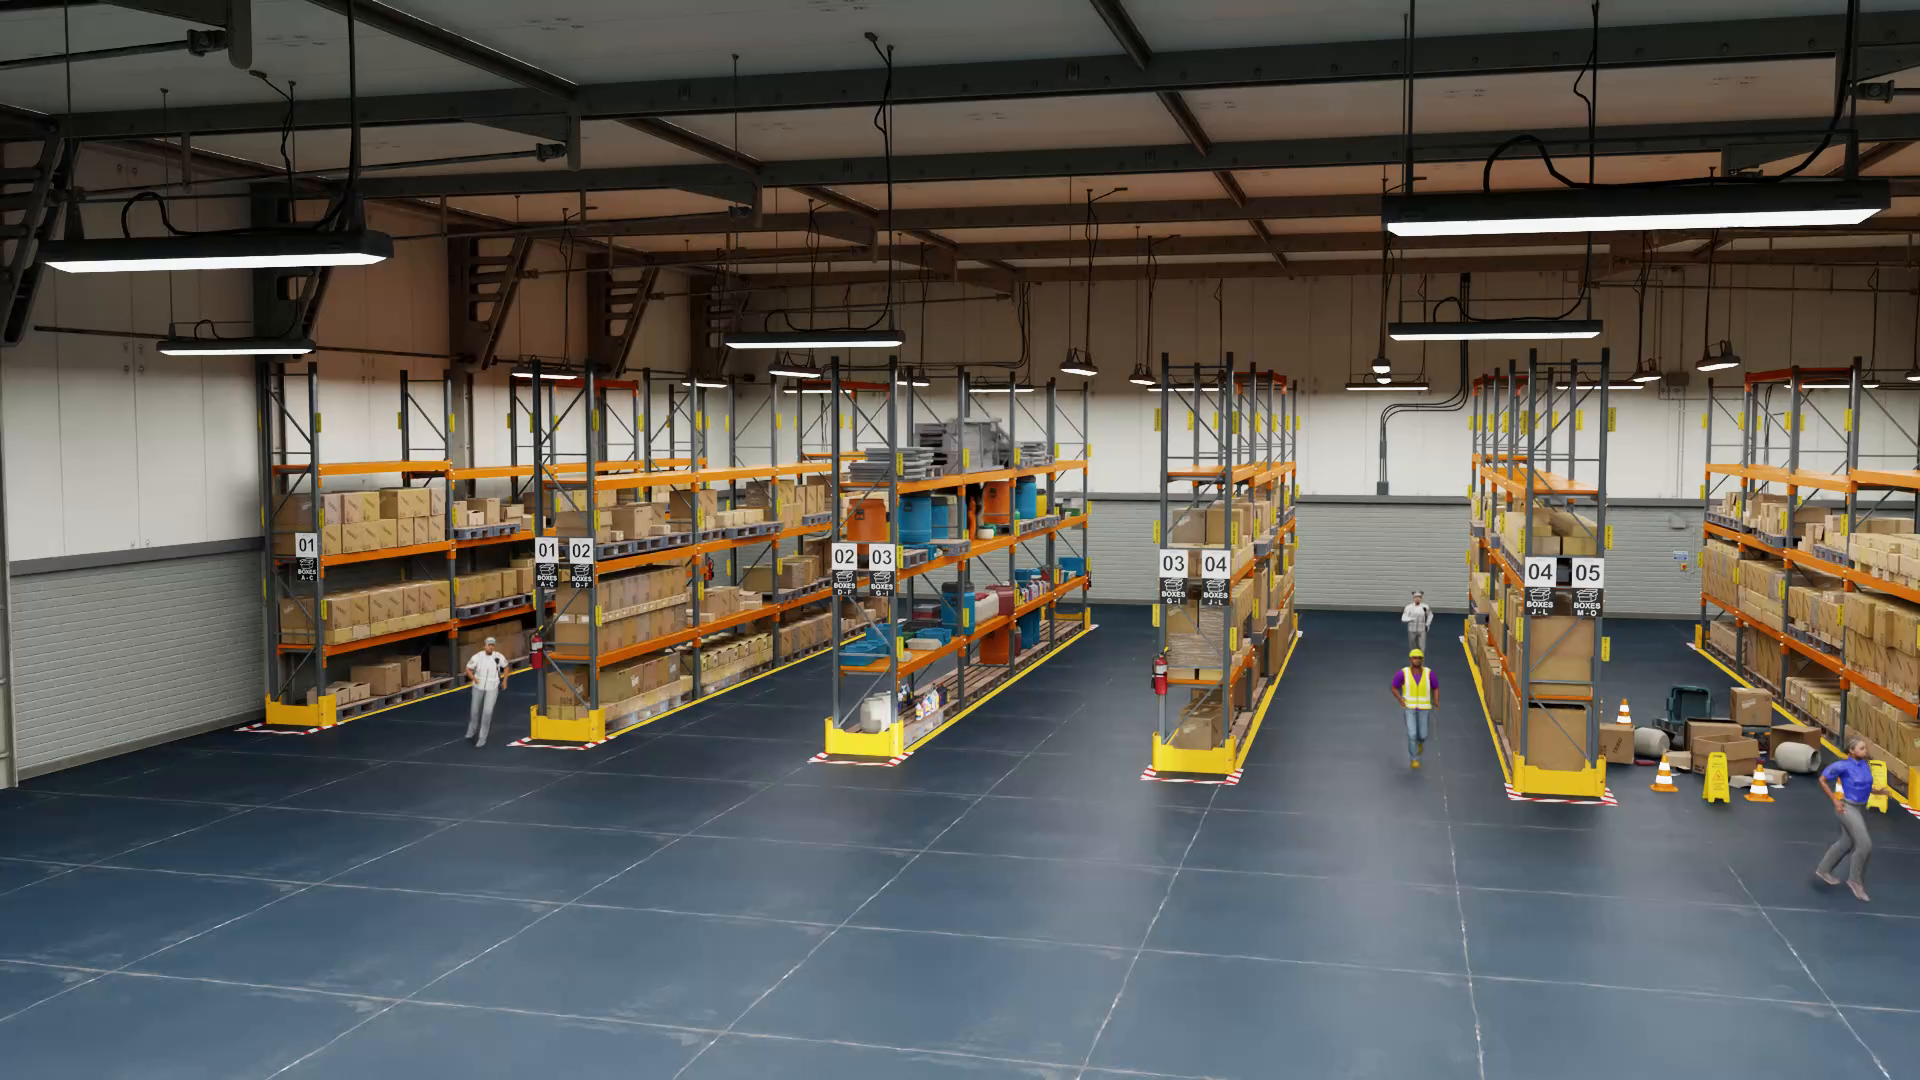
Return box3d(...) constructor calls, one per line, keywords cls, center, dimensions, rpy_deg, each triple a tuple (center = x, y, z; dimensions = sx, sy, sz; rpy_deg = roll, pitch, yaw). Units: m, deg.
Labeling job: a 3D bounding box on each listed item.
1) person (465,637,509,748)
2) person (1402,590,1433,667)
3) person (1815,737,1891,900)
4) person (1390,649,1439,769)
box3d(cls="person", center=(-7.420, 2.357, 26.020), dimensions=(0.696, 1.686, 0.845), rpy_deg=(-1, 4, -12))
box3d(cls="person", center=(9.003, 1.830, 32.738), dimensions=(0.605, 1.713, 0.855), rpy_deg=(1, 4, 13))
box3d(cls="person", center=(9.480, 2.948, 17.686), dimensions=(0.555, 1.709, 0.755), rpy_deg=(-3, 5, -35))
box3d(cls="person", center=(6.641, 2.444, 24.271), dimensions=(0.702, 1.723, 0.591), rpy_deg=(1, 4, 8))
